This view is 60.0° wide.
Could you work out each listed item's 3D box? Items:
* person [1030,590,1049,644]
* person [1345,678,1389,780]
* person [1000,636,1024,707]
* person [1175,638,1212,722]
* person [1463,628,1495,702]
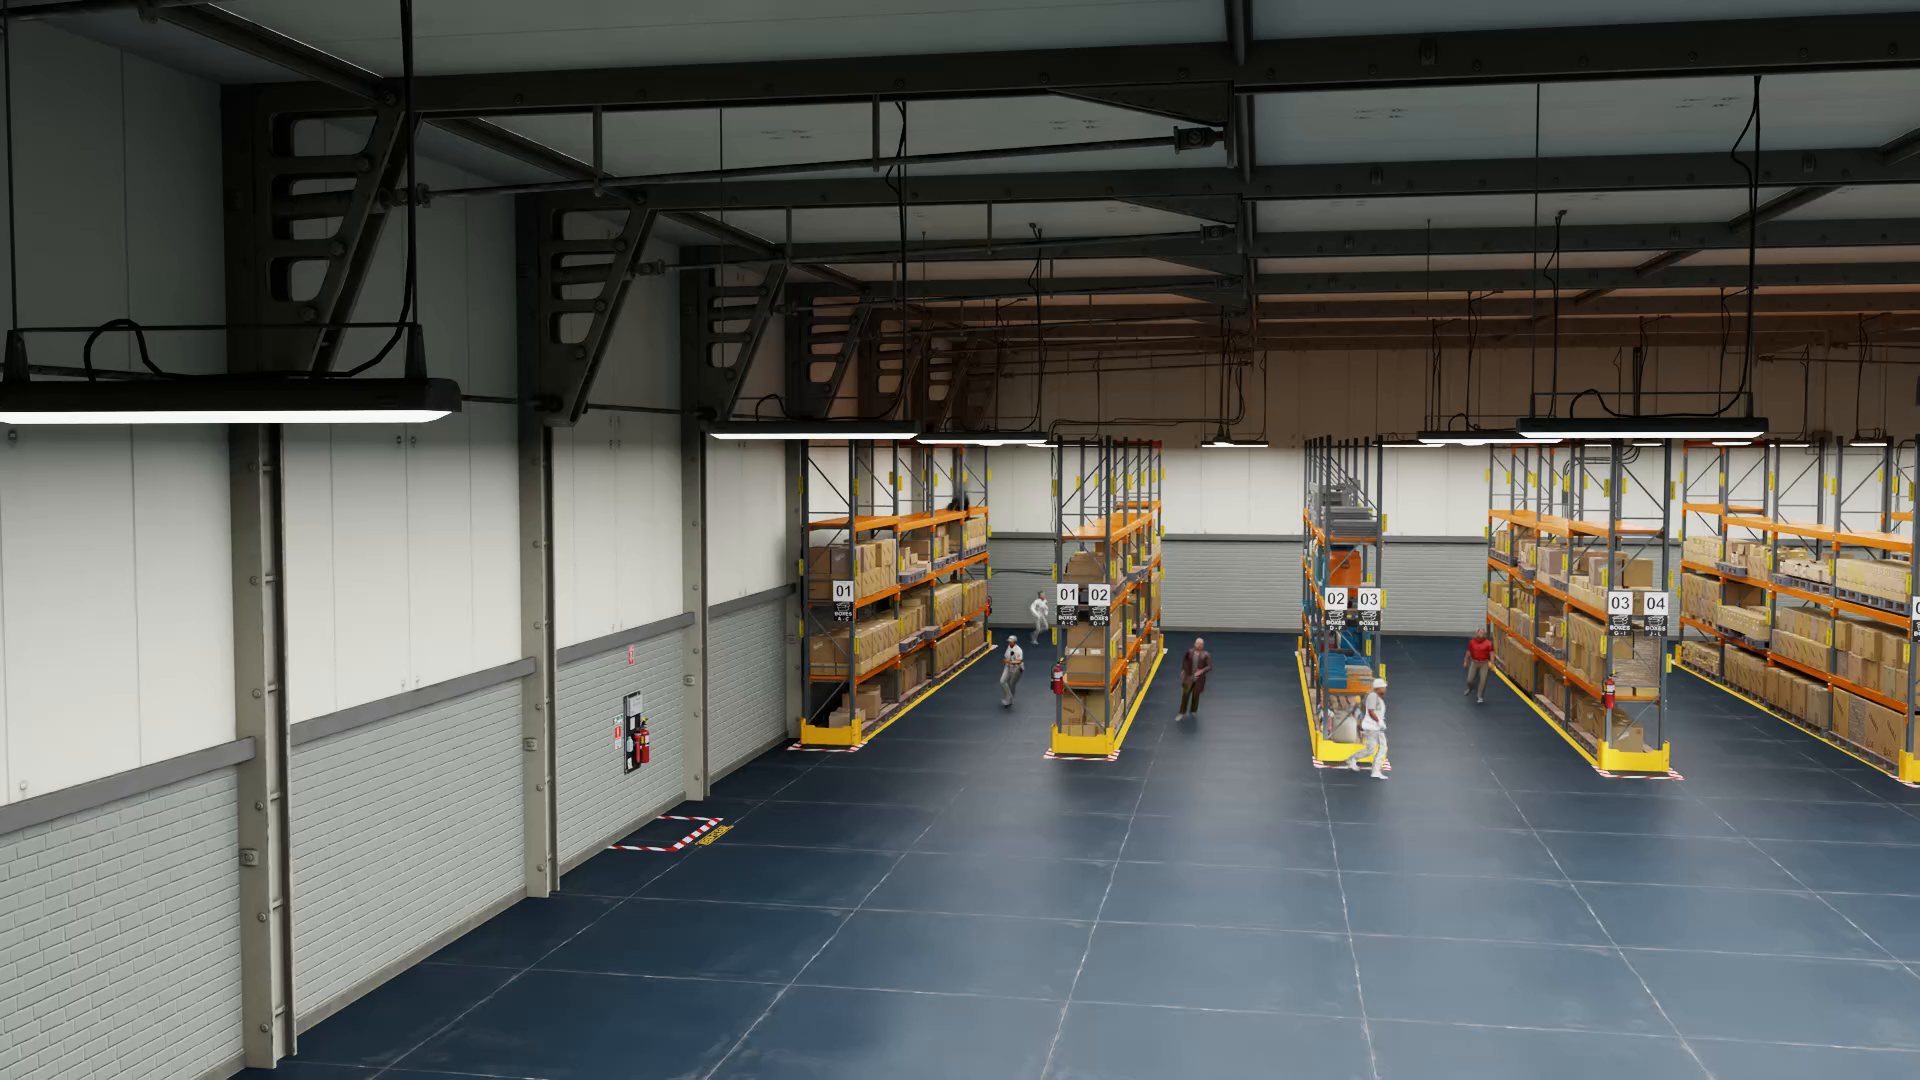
[{"bbox_3d":[2.388,2.283,49.270,0.497,1.603,0.683,3,4,39],"label":"person"},{"bbox_3d":[7.108,3.282,29.040,0.773,1.756,0.674,2,4,29],"label":"person"},{"bbox_3d":[1.160,2.906,37.200,0.734,1.584,0.683,2,4,36],"label":"person"},{"bbox_3d":[4.945,2.933,35.037,0.751,1.749,0.900,1,3,16],"label":"person"},{"bbox_3d":[11.800,2.830,37.806,0.708,1.693,0.683,1,3,23],"label":"person"}]
